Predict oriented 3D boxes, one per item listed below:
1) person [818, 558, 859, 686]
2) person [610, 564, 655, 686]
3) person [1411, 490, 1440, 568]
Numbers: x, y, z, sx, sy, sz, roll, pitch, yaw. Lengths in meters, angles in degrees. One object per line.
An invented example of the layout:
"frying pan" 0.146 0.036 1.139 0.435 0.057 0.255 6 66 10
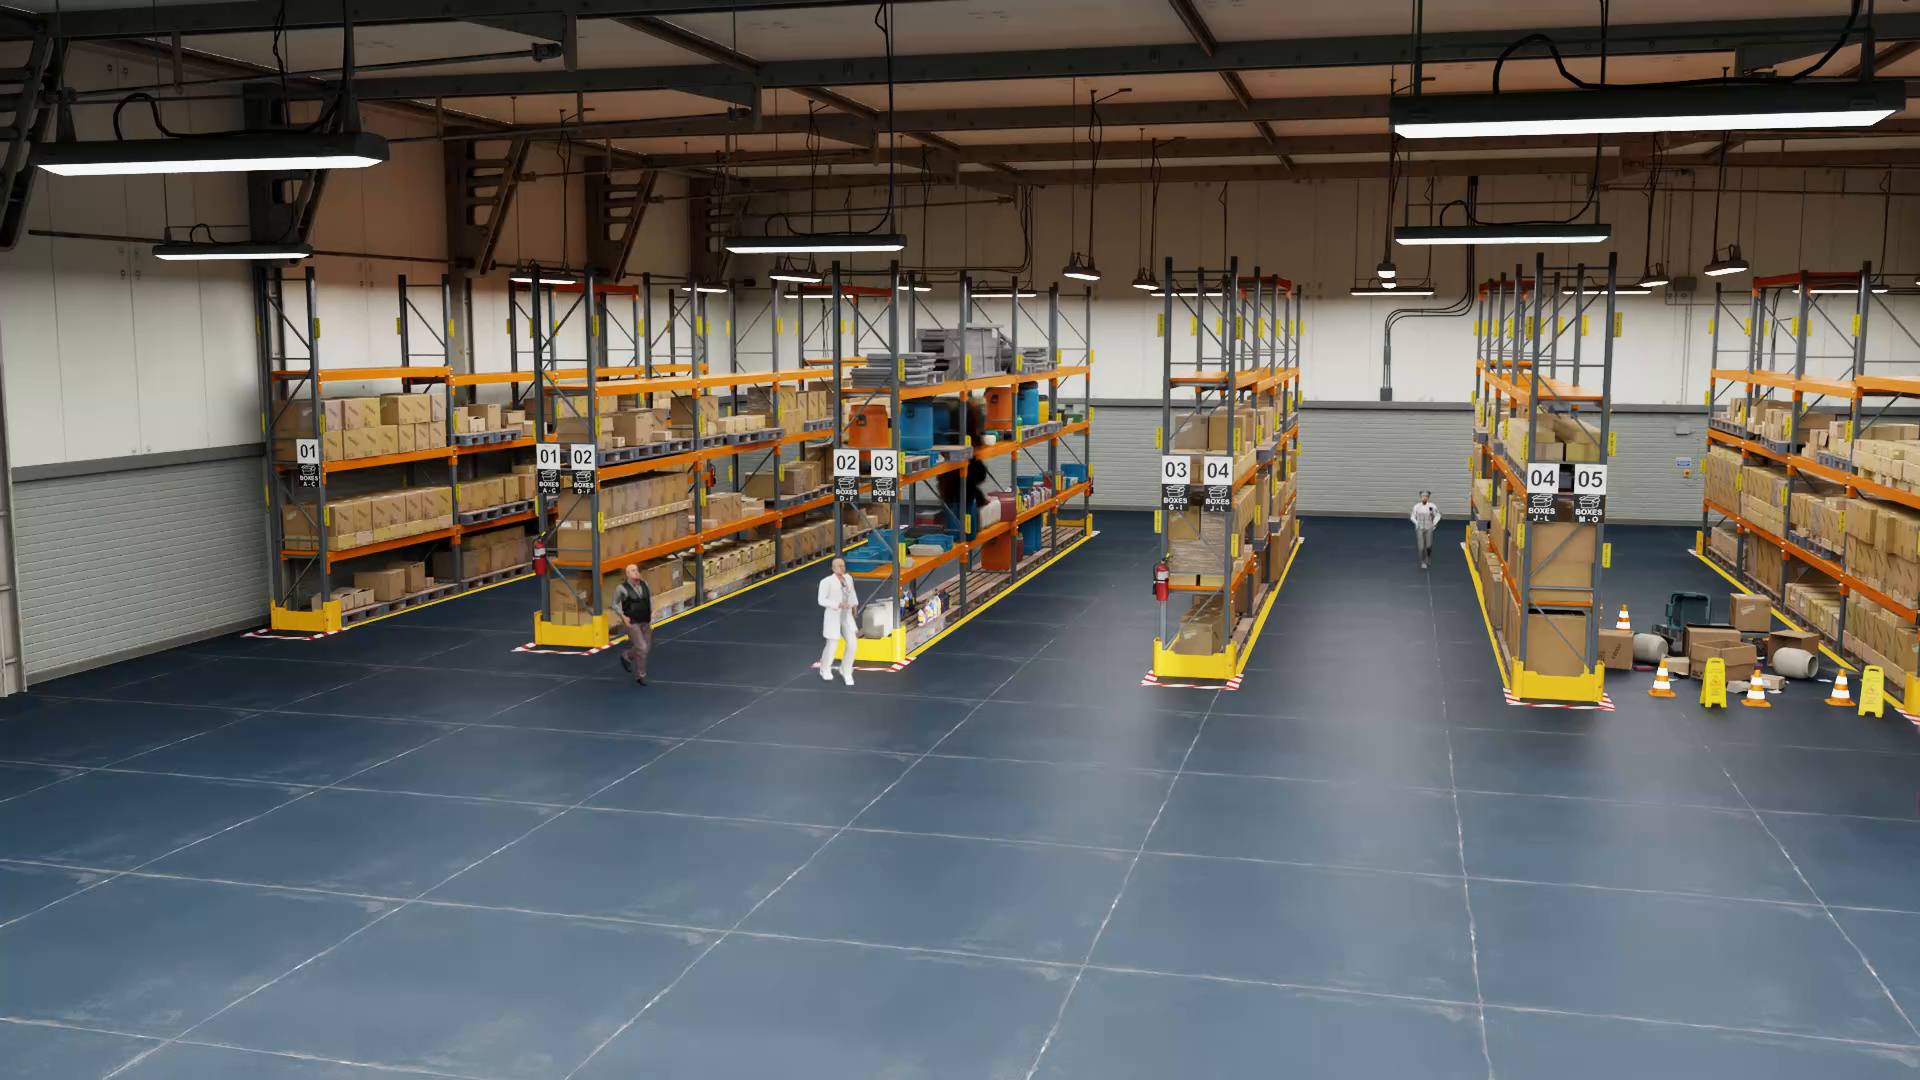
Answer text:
"person" -1.700 1.170 23.502 0.731 1.849 0.814 -5 9 -35
"person" -4.609 1.188 23.591 0.672 1.710 0.658 7 10 44
"person" 9.698 -0.221 34.687 0.589 1.653 0.528 2 8 18
